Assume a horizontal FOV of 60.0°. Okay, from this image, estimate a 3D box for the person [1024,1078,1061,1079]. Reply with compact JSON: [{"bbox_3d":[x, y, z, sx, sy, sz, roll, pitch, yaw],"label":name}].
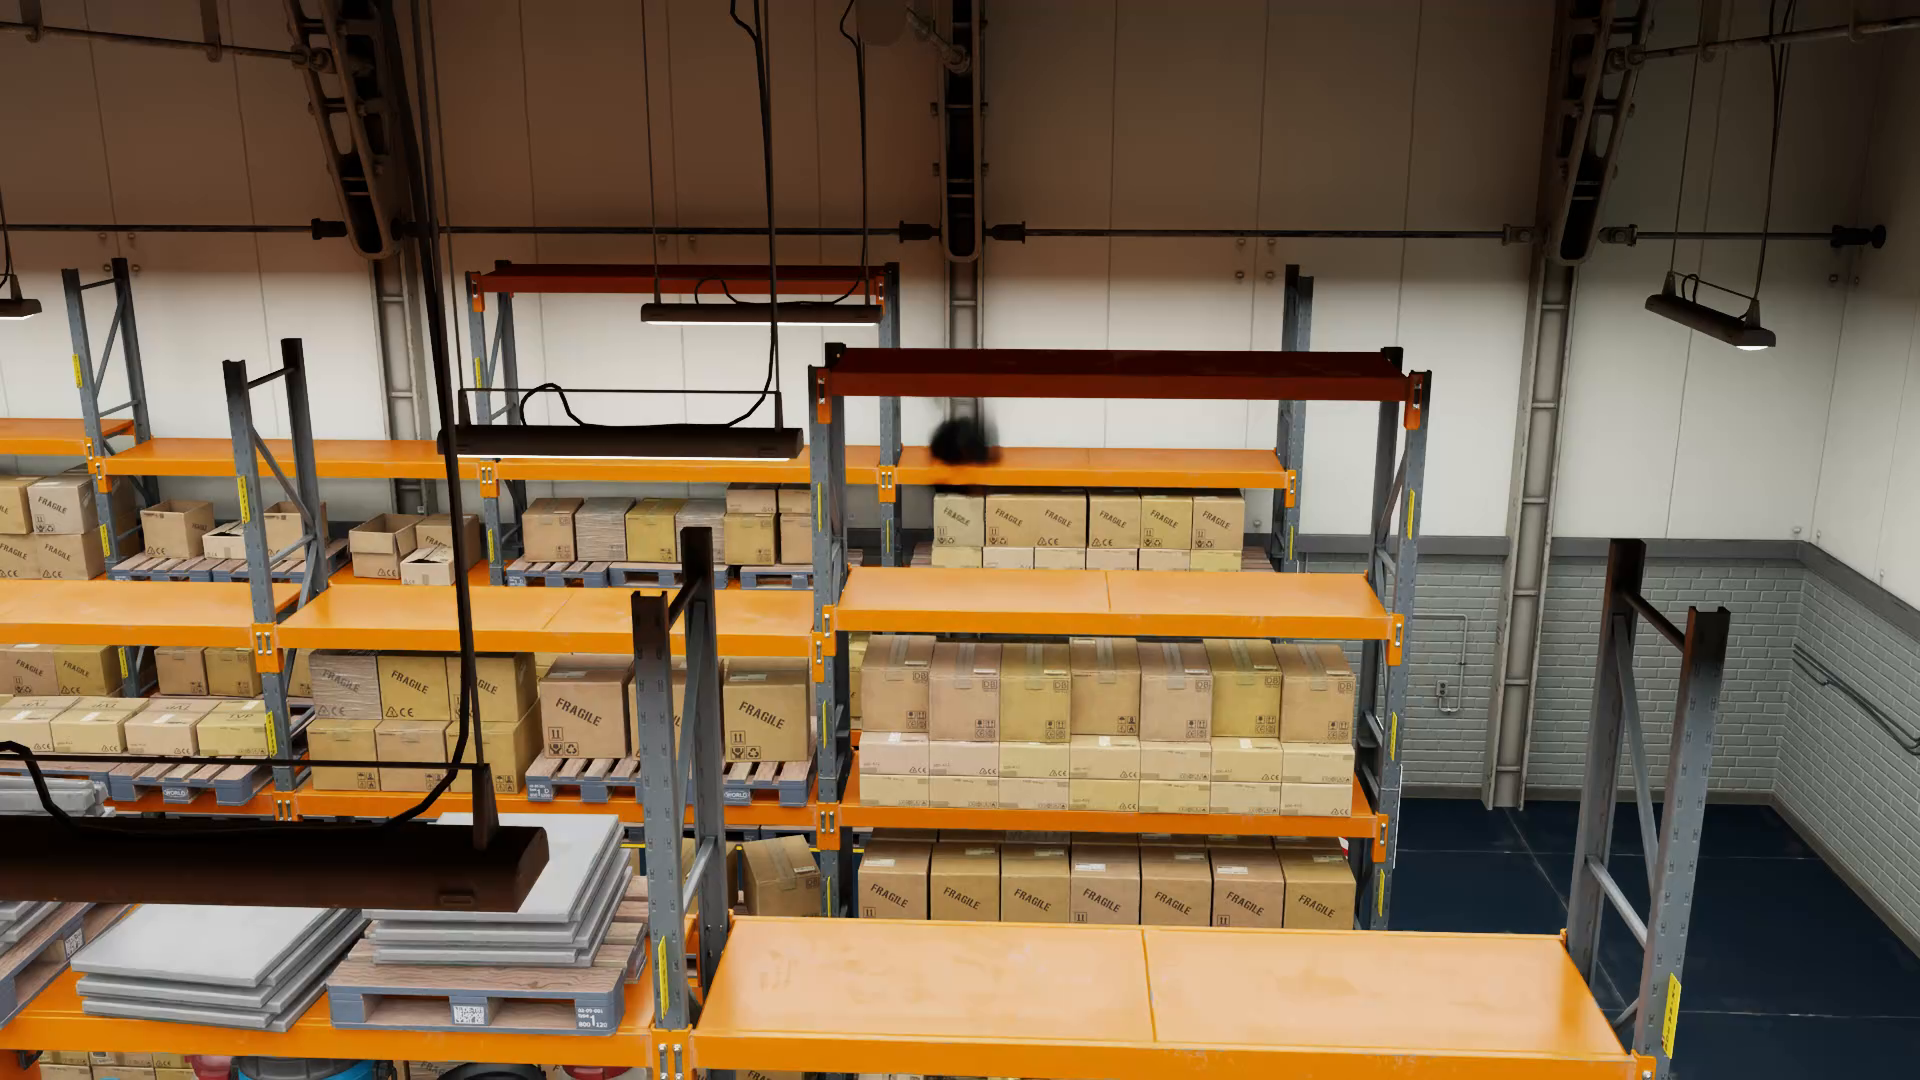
[{"bbox_3d":[0.521,4.158,11.081,0.953,1.750,0.673,0,16,0],"label":"person"}]
